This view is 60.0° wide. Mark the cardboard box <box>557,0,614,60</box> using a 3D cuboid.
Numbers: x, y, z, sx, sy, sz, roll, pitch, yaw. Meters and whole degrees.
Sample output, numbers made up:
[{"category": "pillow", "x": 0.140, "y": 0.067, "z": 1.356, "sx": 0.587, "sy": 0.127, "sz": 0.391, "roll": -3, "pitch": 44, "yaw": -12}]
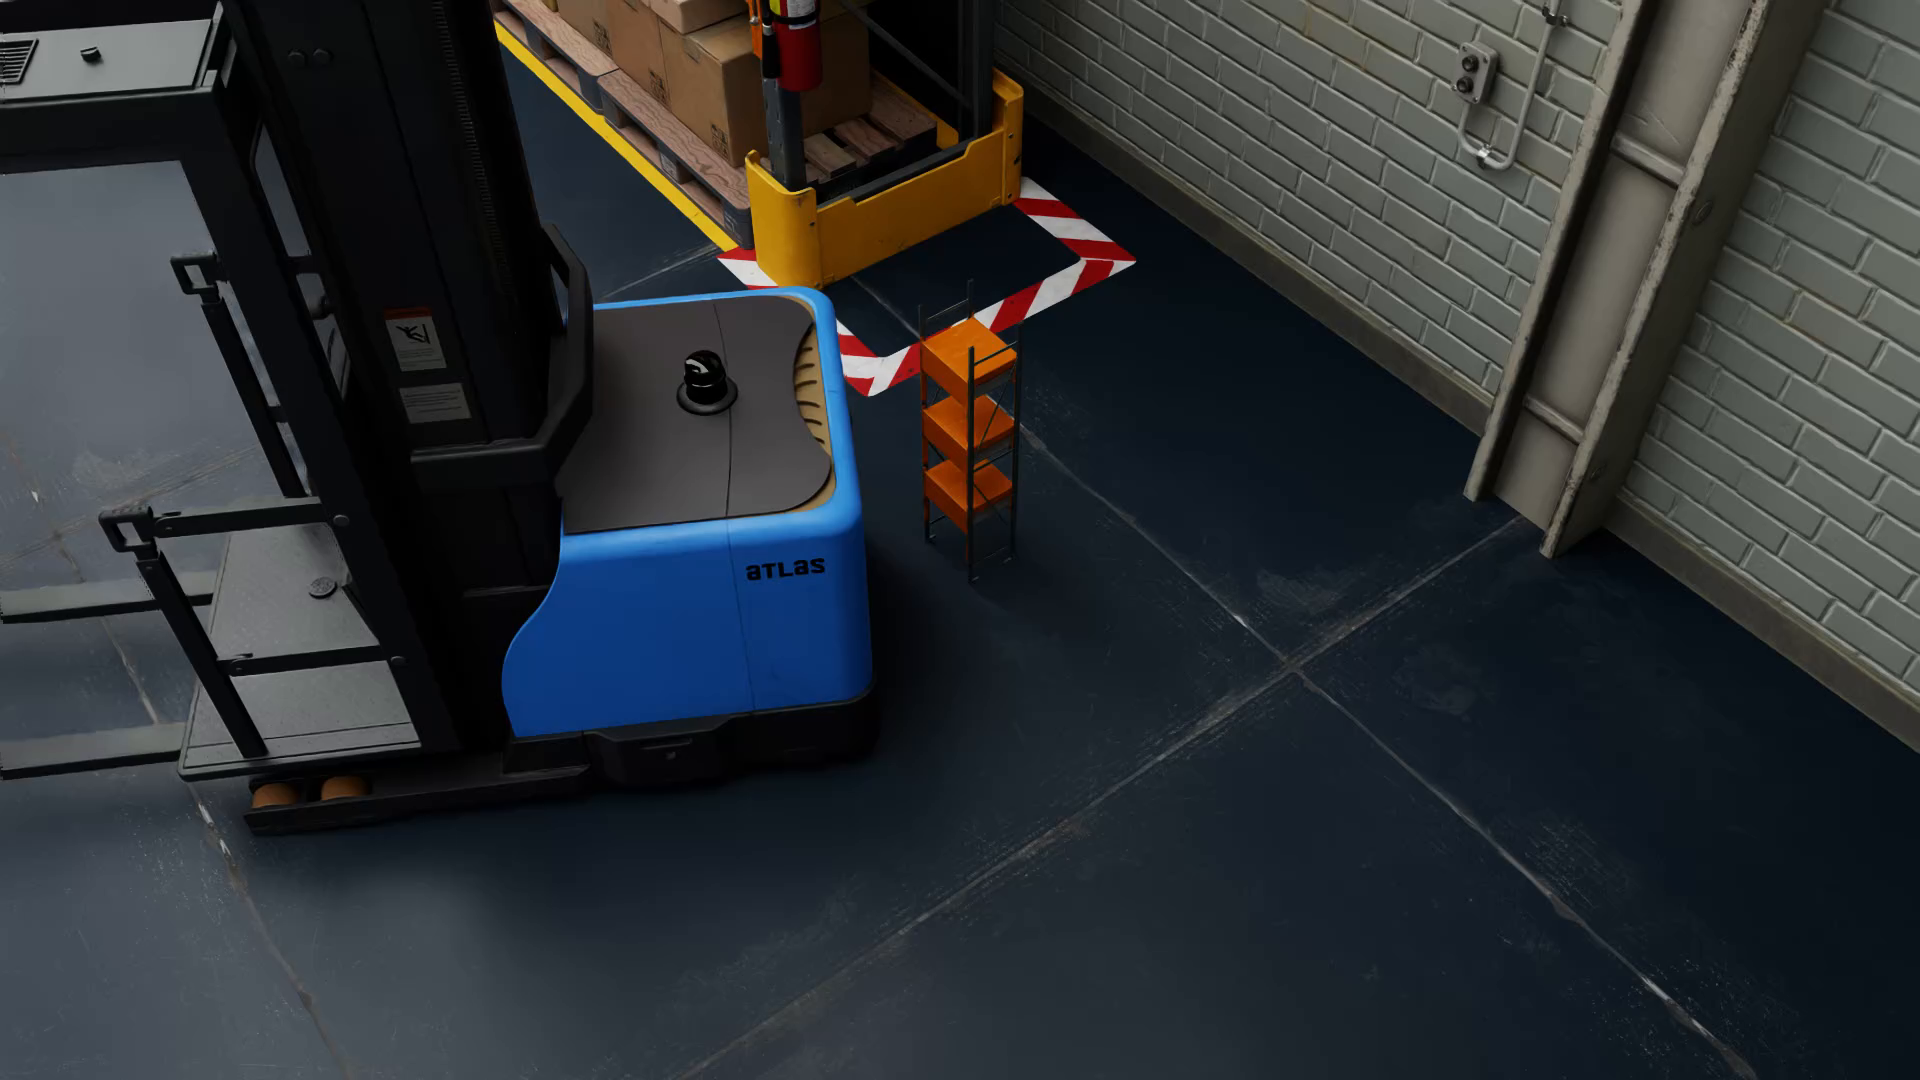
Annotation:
[{"category": "cardboard box", "x": -1.411, "y": -2.589, "z": 7.476, "sx": 0.700, "sy": 0.500, "sz": 0.500, "roll": -31, "pitch": 55, "yaw": -25}]

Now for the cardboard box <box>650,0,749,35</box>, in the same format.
[{"category": "cardboard box", "x": -1.026, "y": -2.210, "z": 6.694, "sx": 0.380, "sy": 0.149, "sz": 0.250, "roll": -30, "pitch": 54, "yaw": -24}]

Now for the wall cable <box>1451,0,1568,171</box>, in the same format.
[{"category": "wall cable", "x": 1.228, "y": -2.339, "z": 5.160, "sx": 0.084, "sy": 1.984, "sz": 1.851, "roll": -29, "pitch": 54, "yaw": -24}]

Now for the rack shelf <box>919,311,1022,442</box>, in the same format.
[{"category": "rack shelf", "x": 0.032, "y": -0.505, "z": 5.130, "sx": 0.215, "sy": 0.259, "sz": 0.240, "roll": -29, "pitch": 54, "yaw": -24}]

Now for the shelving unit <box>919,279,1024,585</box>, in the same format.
[{"category": "shelving unit", "x": 0.032, "y": -0.321, "z": 5.332, "sx": 0.215, "sy": 1.050, "sz": 0.252, "roll": -29, "pitch": 54, "yaw": -24}]

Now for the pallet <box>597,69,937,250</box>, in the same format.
[{"category": "pallet", "x": -0.846, "y": -1.828, "z": 7.265, "sx": 1.003, "sy": 0.211, "sz": 1.213, "roll": -29, "pitch": 54, "yaw": -24}]

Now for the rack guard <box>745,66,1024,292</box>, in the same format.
[{"category": "rack guard", "x": -0.285, "y": -1.475, "z": 6.750, "sx": 1.175, "sy": 0.500, "sz": 0.348, "roll": -29, "pitch": 54, "yaw": -24}]

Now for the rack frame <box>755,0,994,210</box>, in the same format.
[{"category": "rack frame", "x": -0.300, "y": -2.328, "z": 5.836, "sx": 1.000, "sy": 3.000, "sz": 0.127, "roll": -29, "pitch": 54, "yaw": -24}]

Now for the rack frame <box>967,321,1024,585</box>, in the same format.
[{"category": "rack frame", "x": 0.106, "y": -0.249, "z": 5.267, "sx": 0.200, "sy": 1.050, "sz": 0.008, "roll": -29, "pitch": 54, "yaw": -24}]

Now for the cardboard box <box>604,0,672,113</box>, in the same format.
[{"category": "cardboard box", "x": -1.106, "y": -2.293, "z": 7.208, "sx": 0.700, "sy": 0.500, "sz": 0.500, "roll": -30, "pitch": 54, "yaw": -24}]

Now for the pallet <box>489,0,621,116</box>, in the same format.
[{"category": "pallet", "x": -1.581, "y": -2.547, "z": 7.917, "sx": 1.003, "sy": 0.211, "sz": 1.213, "roll": -29, "pitch": 54, "yaw": -24}]

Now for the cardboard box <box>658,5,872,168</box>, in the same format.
[{"category": "cardboard box", "x": -0.803, "y": -1.998, "z": 6.940, "sx": 0.700, "sy": 0.500, "sz": 0.500, "roll": -29, "pitch": 54, "yaw": -24}]

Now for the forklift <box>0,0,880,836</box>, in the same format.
[{"category": "forklift", "x": -1.807, "y": -0.530, "z": 4.252, "sx": 3.031, "sy": 2.935, "sz": 1.130, "roll": -6, "pitch": 48, "yaw": -5}]

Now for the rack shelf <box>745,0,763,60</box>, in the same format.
[{"category": "rack shelf", "x": -1.511, "y": -3.266, "z": 7.172, "sx": 1.077, "sy": 0.370, "sz": 4.000, "roll": -29, "pitch": 54, "yaw": -24}]

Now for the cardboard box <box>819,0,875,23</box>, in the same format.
[{"category": "cardboard box", "x": -0.568, "y": -2.232, "z": 6.714, "sx": 0.380, "sy": 0.149, "sz": 0.250, "roll": -29, "pitch": 54, "yaw": -24}]

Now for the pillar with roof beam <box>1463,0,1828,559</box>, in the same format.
[{"category": "pillar with roof beam", "x": -1.403, "y": -1.208, "z": 0.771, "sx": 9.100, "sy": 9.000, "sz": 0.400, "roll": -29, "pitch": 54, "yaw": -24}]

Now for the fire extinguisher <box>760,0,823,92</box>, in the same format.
[{"category": "fire extinguisher", "x": -0.576, "y": -1.881, "z": 5.735, "sx": 0.296, "sy": 0.674, "sz": 0.183, "roll": -29, "pitch": 54, "yaw": -24}]

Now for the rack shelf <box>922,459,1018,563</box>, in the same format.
[{"category": "rack shelf", "x": 0.032, "y": -0.127, "z": 5.546, "sx": 0.215, "sy": 0.259, "sz": 0.240, "roll": -29, "pitch": 54, "yaw": -24}]

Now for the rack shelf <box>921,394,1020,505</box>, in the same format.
[{"category": "rack shelf", "x": 0.032, "y": -0.314, "z": 5.340, "sx": 0.215, "sy": 0.259, "sz": 0.240, "roll": -29, "pitch": 54, "yaw": -24}]

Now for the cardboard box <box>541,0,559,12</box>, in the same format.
[{"category": "cardboard box", "x": -1.740, "y": -2.900, "z": 7.758, "sx": 0.700, "sy": 0.500, "sz": 0.500, "roll": -28, "pitch": 54, "yaw": -23}]

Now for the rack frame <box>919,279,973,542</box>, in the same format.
[{"category": "rack frame", "x": -0.041, "y": -0.393, "z": 5.398, "sx": 0.200, "sy": 1.050, "sz": 0.008, "roll": -29, "pitch": 54, "yaw": -24}]

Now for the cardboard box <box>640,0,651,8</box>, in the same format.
[{"category": "cardboard box", "x": -1.181, "y": -2.360, "z": 6.831, "sx": 0.380, "sy": 0.149, "sz": 0.250, "roll": -28, "pitch": 54, "yaw": -23}]
